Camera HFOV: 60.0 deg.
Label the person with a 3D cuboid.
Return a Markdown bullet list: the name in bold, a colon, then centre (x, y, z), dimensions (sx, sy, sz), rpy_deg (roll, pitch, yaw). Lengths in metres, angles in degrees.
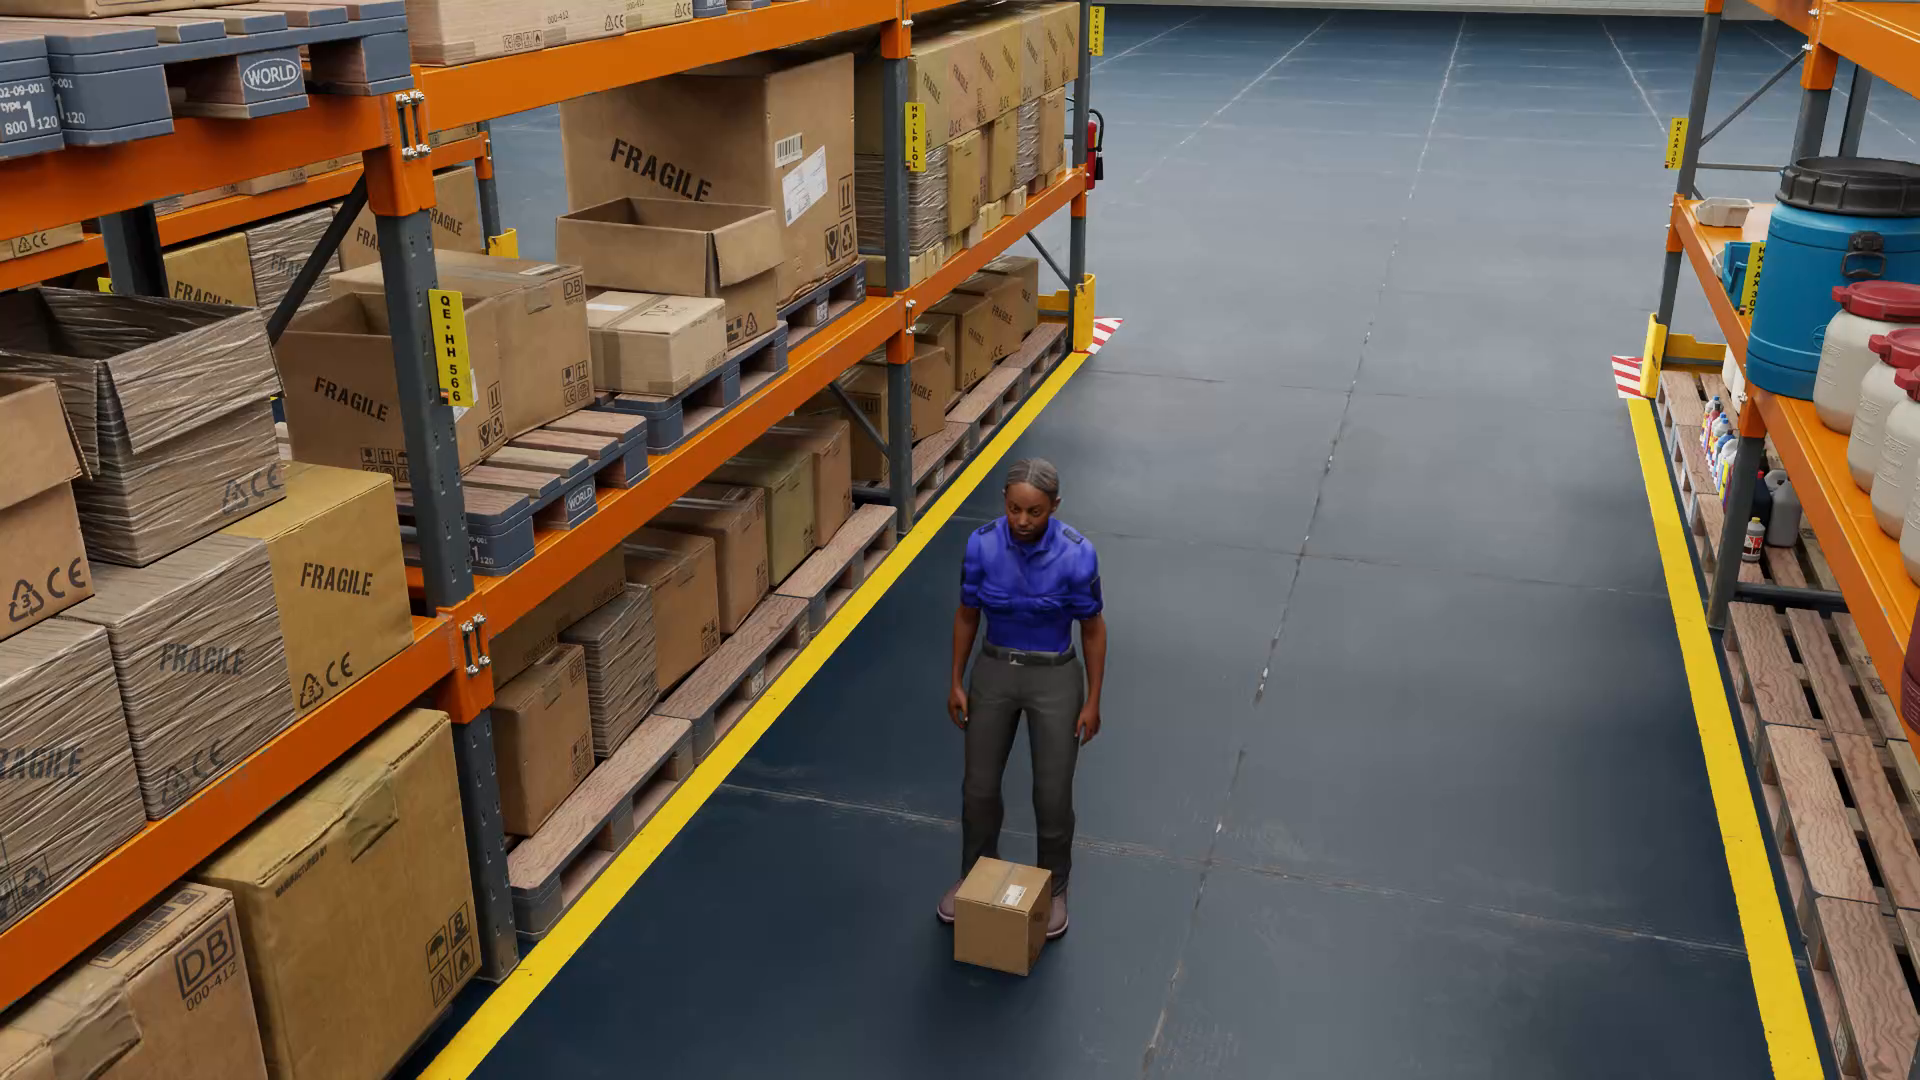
- **person**: centre (0.214, 0.460, 5.365), dimensions (0.503, 1.583, 0.349), rpy_deg (6, 23, 14)
